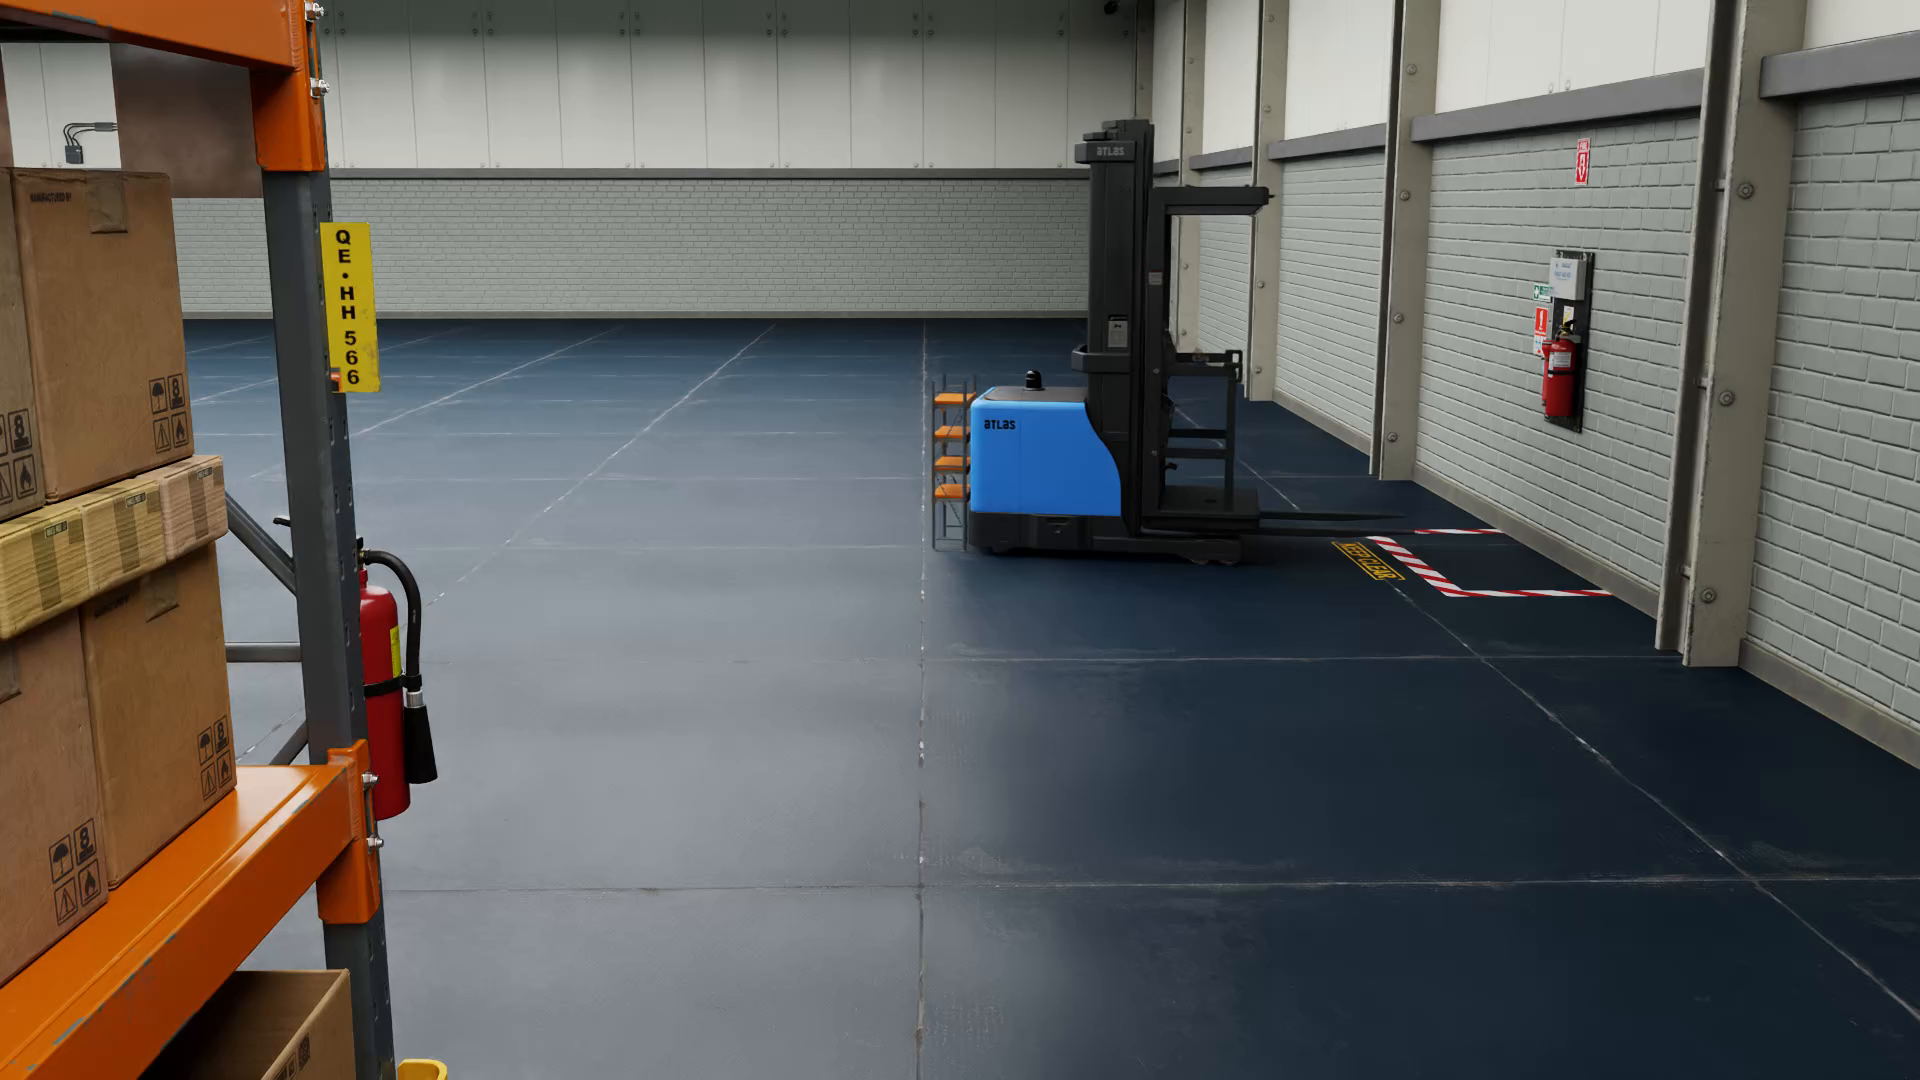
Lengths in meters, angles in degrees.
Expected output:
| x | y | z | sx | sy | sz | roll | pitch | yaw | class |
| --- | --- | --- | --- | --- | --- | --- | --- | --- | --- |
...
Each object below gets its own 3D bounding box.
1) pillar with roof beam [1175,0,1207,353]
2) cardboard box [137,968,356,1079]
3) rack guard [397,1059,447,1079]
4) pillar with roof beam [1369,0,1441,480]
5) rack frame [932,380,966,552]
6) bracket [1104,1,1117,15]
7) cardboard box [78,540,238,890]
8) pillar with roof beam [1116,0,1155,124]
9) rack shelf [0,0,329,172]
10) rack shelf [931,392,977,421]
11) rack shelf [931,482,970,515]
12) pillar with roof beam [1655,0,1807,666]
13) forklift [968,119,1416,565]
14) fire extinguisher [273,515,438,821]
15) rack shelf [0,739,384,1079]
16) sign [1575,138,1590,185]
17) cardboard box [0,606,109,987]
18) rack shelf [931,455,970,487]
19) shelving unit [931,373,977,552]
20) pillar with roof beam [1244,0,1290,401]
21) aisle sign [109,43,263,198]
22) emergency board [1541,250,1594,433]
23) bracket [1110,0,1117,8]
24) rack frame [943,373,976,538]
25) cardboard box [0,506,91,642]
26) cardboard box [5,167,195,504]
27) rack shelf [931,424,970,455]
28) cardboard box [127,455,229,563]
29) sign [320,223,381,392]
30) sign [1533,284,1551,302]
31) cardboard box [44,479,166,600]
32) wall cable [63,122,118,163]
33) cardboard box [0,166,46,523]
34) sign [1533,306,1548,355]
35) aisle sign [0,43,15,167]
| x | y | z | sx | sy | sz | roll | pitch | yaw | class |
| --- | --- | --- | --- | --- | --- | --- | --- | --- | --- |
| -0.693 | -7.344 | 25.625 | 9.100 | 9.000 | 0.400 | 0 | 11 | -1 | pillar with roof beam |
| -1.416 | 1.114 | 2.995 | 0.500 | 0.500 | 0.500 | 0 | 11 | -1 | cardboard box |
| -1.725 | 1.455 | 3.629 | 1.175 | 0.500 | 0.348 | 0 | 11 | -1 | rack guard |
| -0.445 | -4.958 | 13.867 | 9.100 | 9.000 | 0.400 | 0 | 11 | -1 | pillar with roof beam |
| -0.076 | -0.508 | 11.548 | 0.240 | 1.200 | 0.015 | 2 | 12 | 8 | rack frame |
| 3.075 | -10.870 | 33.955 | 0.235 | 0.232 | 0.430 | 0 | 11 | -1 | bracket |
| -1.728 | 0.279 | 2.889 | 0.700 | 0.500 | 0.500 | 0 | 11 | -1 | cardboard box |
| -0.817 | -8.537 | 31.504 | 9.100 | 9.000 | 0.548 | 0 | 11 | -1 | pillar with roof beam |
| -1.683 | -0.485 | 1.171 | 1.077 | 0.370 | 4.000 | 0 | 11 | -1 | rack shelf |
| -0.040 | -0.942 | 11.706 | 0.258 | 0.148 | 0.480 | 2 | 12 | 8 | rack shelf |
| -0.040 | -0.296 | 11.837 | 0.258 | 0.148 | 0.480 | 2 | 12 | 8 | rack shelf |
| -0.321 | -3.766 | 7.988 | 9.100 | 9.000 | 0.400 | 0 | 11 | -1 | pillar with roof beam |
| 1.622 | -1.379 | 11.486 | 3.031 | 2.935 | 1.130 | 2 | 12 | 9 | forklift |
| -1.263 | 0.247 | 3.490 | 0.296 | 0.674 | 0.183 | 0 | 11 | -1 | fire extinguisher |
| -1.683 | 0.985 | 1.469 | 1.077 | 0.370 | 4.000 | 0 | 11 | -1 | rack shelf |
| 4.070 | -2.473 | 10.873 | 0.001 | 0.298 | 0.199 | 0 | 11 | -1 | sign |
| -1.712 | 0.383 | 2.375 | 0.700 | 0.500 | 0.500 | 0 | 11 | 0 | cardboard box |
| -0.040 | -0.491 | 11.798 | 0.258 | 0.148 | 0.480 | 2 | 12 | 8 | rack shelf |
| -0.040 | -0.556 | 11.784 | 0.258 | 1.200 | 0.503 | 2 | 12 | 8 | shelving unit |
| -0.569 | -6.151 | 19.746 | 9.100 | 9.000 | 0.400 | 0 | 11 | -1 | pillar with roof beam |
| -1.432 | -1.053 | 3.169 | 0.394 | 0.787 | 0.004 | 0 | 11 | -1 | aisle sign |
| 3.970 | -1.335 | 11.094 | 0.194 | 1.169 | 0.643 | 0 | 11 | -1 | emergency board |
| 3.087 | -10.753 | 33.376 | 0.076 | 0.066 | 3.189 | 0 | 11 | -1 | bracket |
| -0.004 | -0.604 | 12.021 | 0.240 | 1.200 | 0.015 | 2 | 12 | 8 | rack frame |
| -1.514 | 0.046 | 2.405 | 0.380 | 0.149 | 0.250 | 0 | 11 | -2 | cardboard box |
| -1.727 | -0.347 | 2.709 | 0.700 | 0.500 | 0.500 | 0 | 11 | -1 | cardboard box |
| -0.040 | -0.710 | 11.753 | 0.258 | 0.148 | 0.480 | 2 | 12 | 8 | rack shelf |
| -1.526 | -0.057 | 2.912 | 0.380 | 0.149 | 0.250 | 0 | 11 | -2 | cardboard box |
| -1.182 | -0.448 | 3.216 | 0.100 | 0.325 | 0.005 | 0 | 11 | -1 | sign |
| 4.053 | -1.721 | 11.577 | 0.001 | 0.109 | 0.331 | 0 | 11 | -1 | sign |
| -1.519 | -0.005 | 2.656 | 0.380 | 0.149 | 0.250 | 0 | 11 | 0 | cardboard box |
| -17.253 | -10.718 | 33.705 | 2.305 | 6.003 | 0.169 | 0 | 11 | -1 | wall cable |
| -1.710 | -0.242 | 2.193 | 0.700 | 0.500 | 0.500 | -1 | 11 | -3 | cardboard box |
| 4.062 | -1.463 | 11.634 | 0.001 | 0.329 | 0.234 | 0 | 11 | -1 | sign |
| -2.032 | -1.051 | 3.157 | 0.394 | 0.787 | 0.004 | 0 | 11 | -1 | aisle sign |
